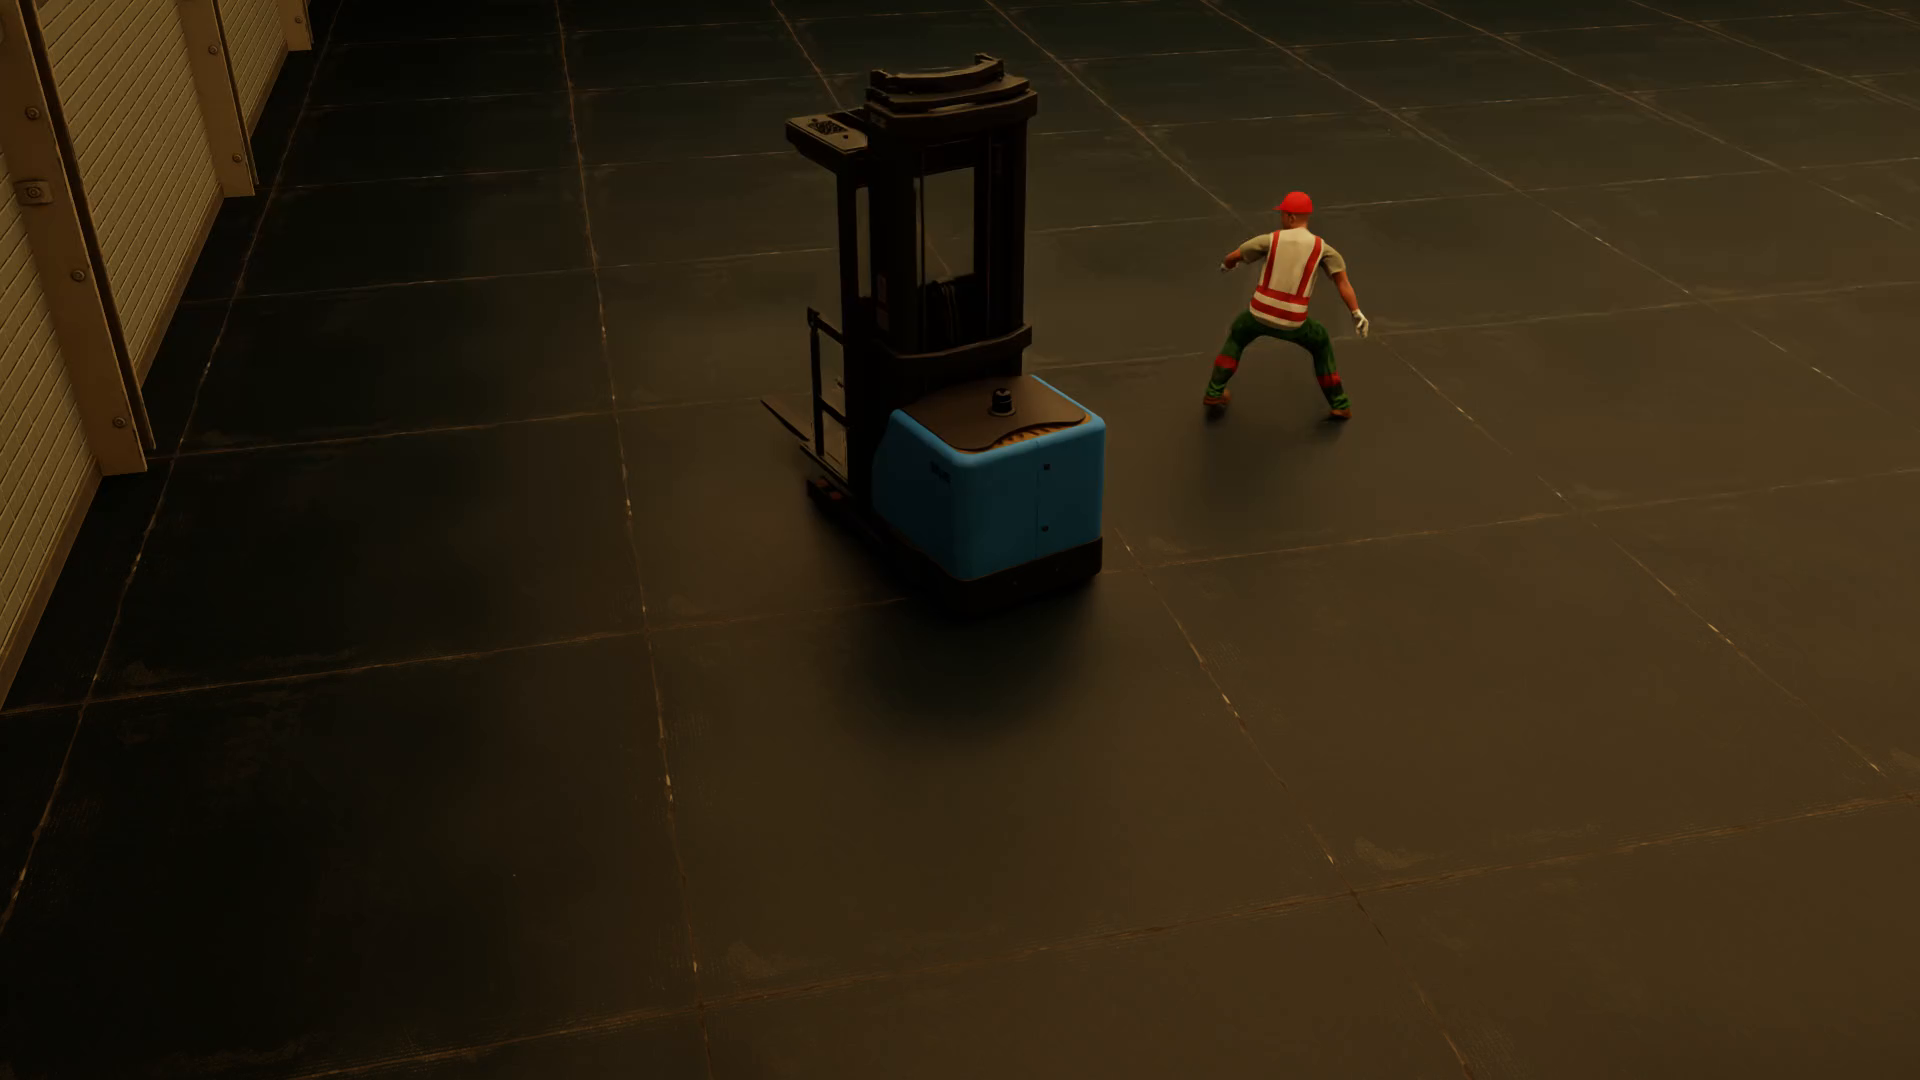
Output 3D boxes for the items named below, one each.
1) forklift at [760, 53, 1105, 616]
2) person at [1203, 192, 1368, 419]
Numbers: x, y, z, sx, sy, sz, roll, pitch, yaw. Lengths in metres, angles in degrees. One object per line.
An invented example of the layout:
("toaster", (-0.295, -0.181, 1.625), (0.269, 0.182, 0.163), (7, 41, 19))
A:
("forklift", (-0.344, -1.531, 10.219), (1.130, 2.935, 3.031), (-17, 34, -27))
("person", (2.327, -1.566, 11.696), (1.139, 1.720, 0.567), (11, 32, 19))
